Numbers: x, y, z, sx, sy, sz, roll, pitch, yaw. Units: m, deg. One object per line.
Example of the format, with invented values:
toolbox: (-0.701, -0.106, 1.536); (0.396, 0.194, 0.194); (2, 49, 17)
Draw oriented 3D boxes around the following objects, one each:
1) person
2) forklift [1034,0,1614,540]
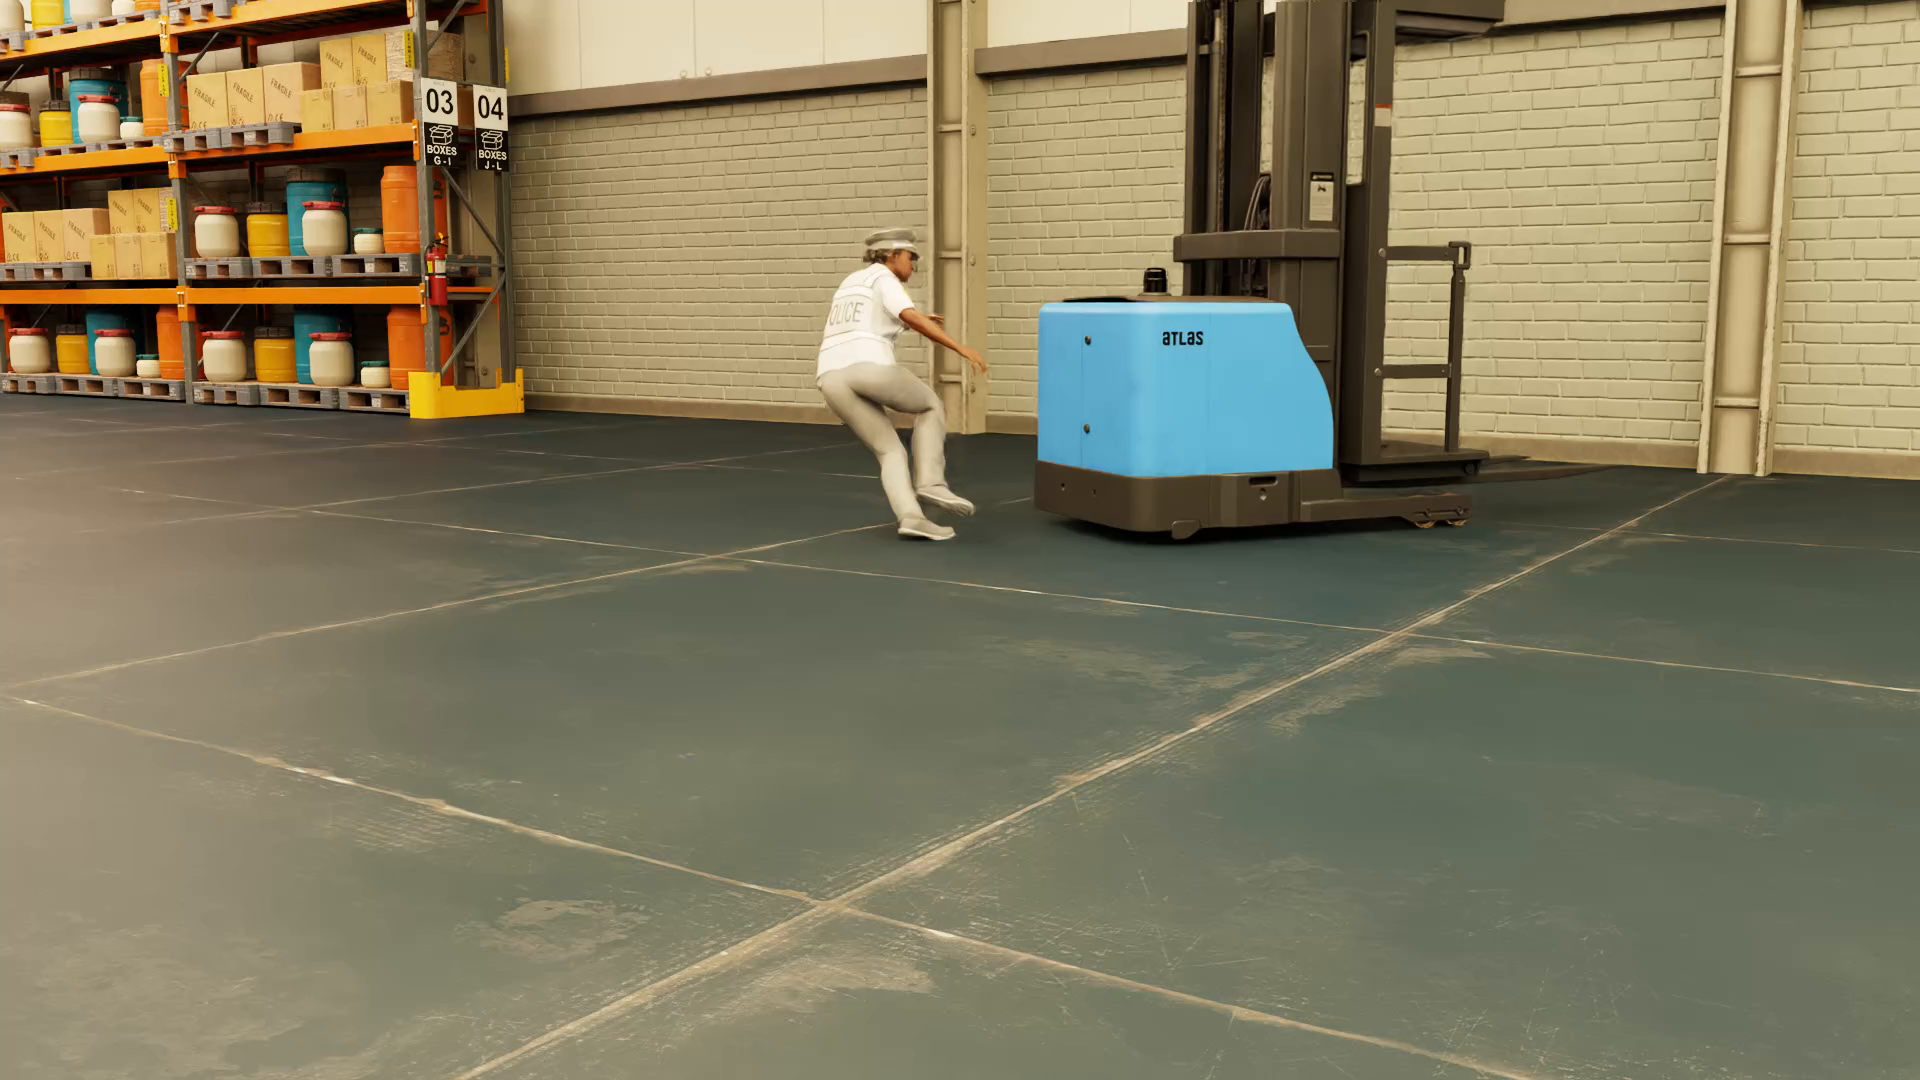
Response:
person: (-0.245, -0.754, 7.901); (0.899, 1.432, 0.848); (6, 10, 36)
forklift: (1.925, -1.567, 8.216); (3.031, 2.935, 1.130); (-4, 9, -25)
